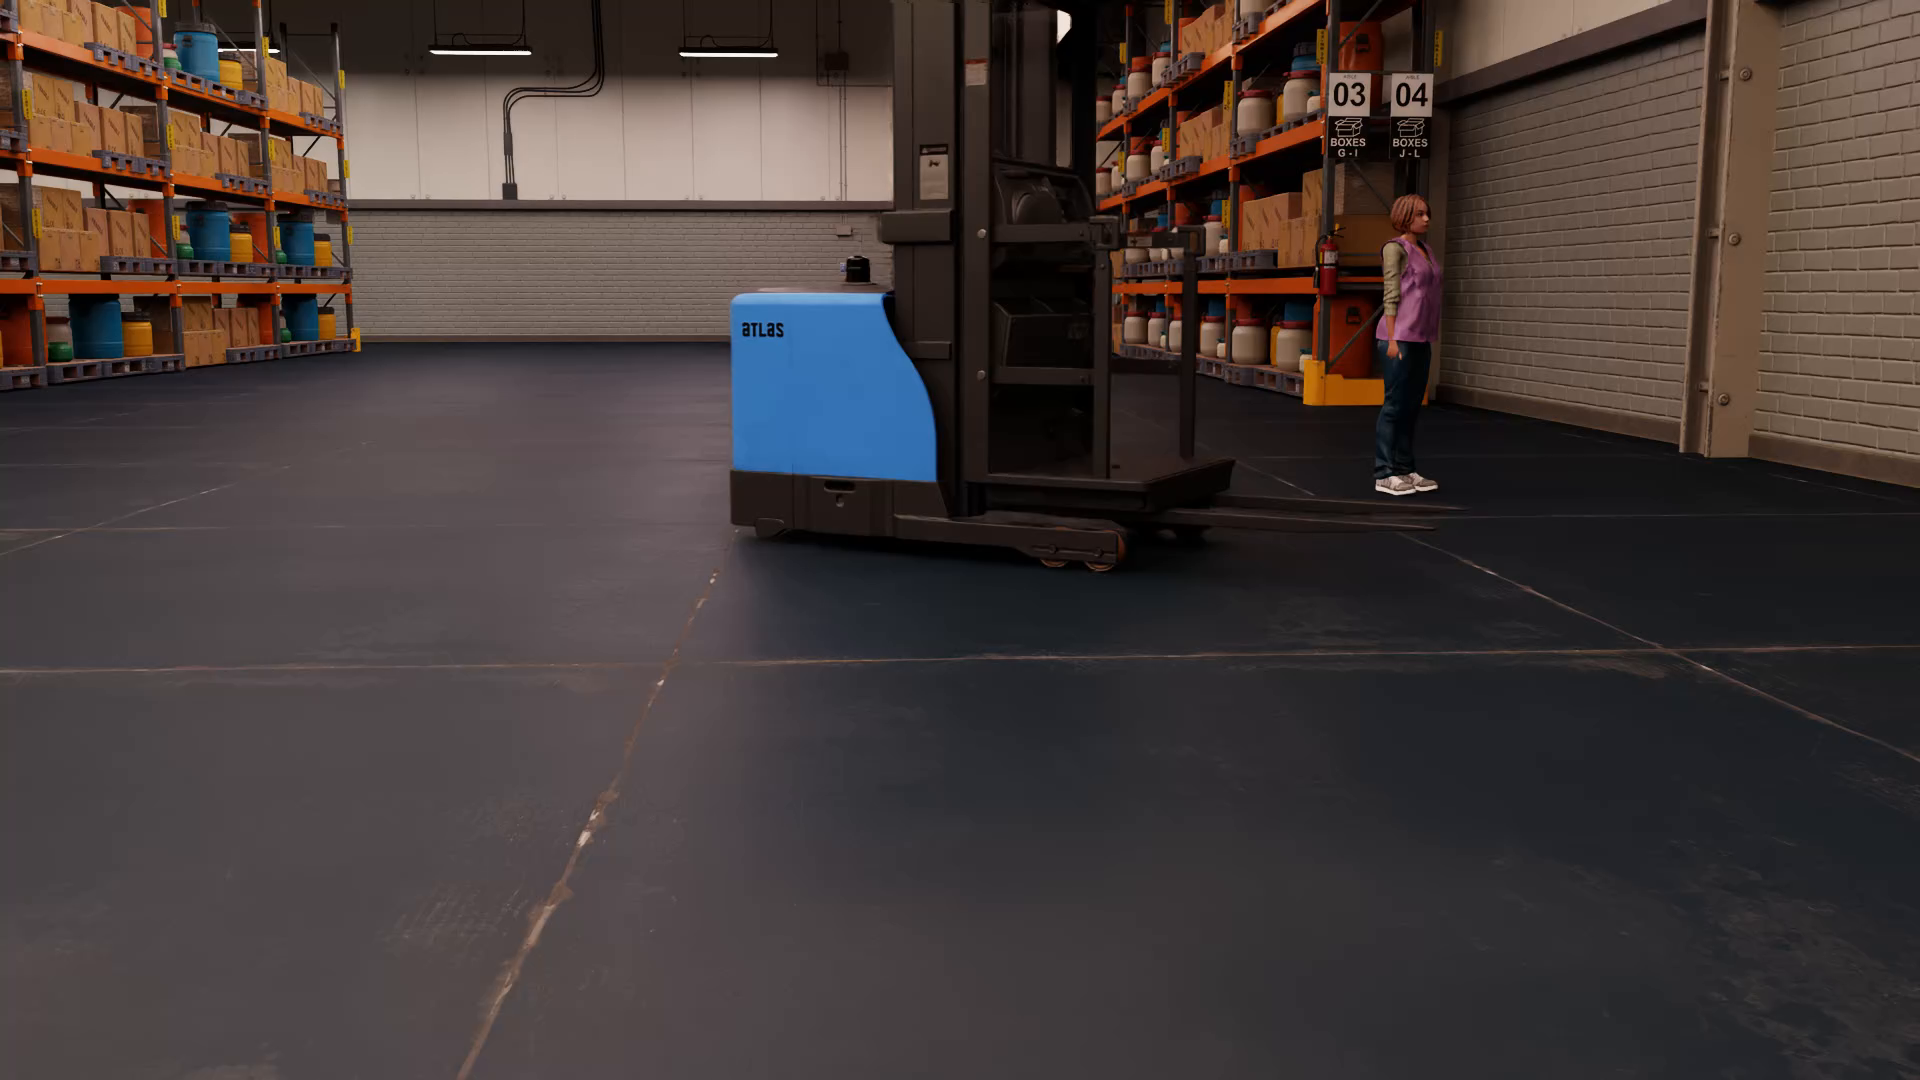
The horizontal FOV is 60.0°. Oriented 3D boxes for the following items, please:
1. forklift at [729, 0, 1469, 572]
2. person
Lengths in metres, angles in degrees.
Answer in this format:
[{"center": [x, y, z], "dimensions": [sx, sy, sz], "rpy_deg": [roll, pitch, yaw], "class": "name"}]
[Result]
[{"center": [0.538, -1.415, 6.857], "dimensions": [3.031, 2.935, 1.130], "rpy_deg": [4, 9, 27], "class": "forklift"}, {"center": [2.424, -1.056, 8.981], "dimensions": [0.331, 1.602, 0.411], "rpy_deg": [8, 12, 43], "class": "person"}]
